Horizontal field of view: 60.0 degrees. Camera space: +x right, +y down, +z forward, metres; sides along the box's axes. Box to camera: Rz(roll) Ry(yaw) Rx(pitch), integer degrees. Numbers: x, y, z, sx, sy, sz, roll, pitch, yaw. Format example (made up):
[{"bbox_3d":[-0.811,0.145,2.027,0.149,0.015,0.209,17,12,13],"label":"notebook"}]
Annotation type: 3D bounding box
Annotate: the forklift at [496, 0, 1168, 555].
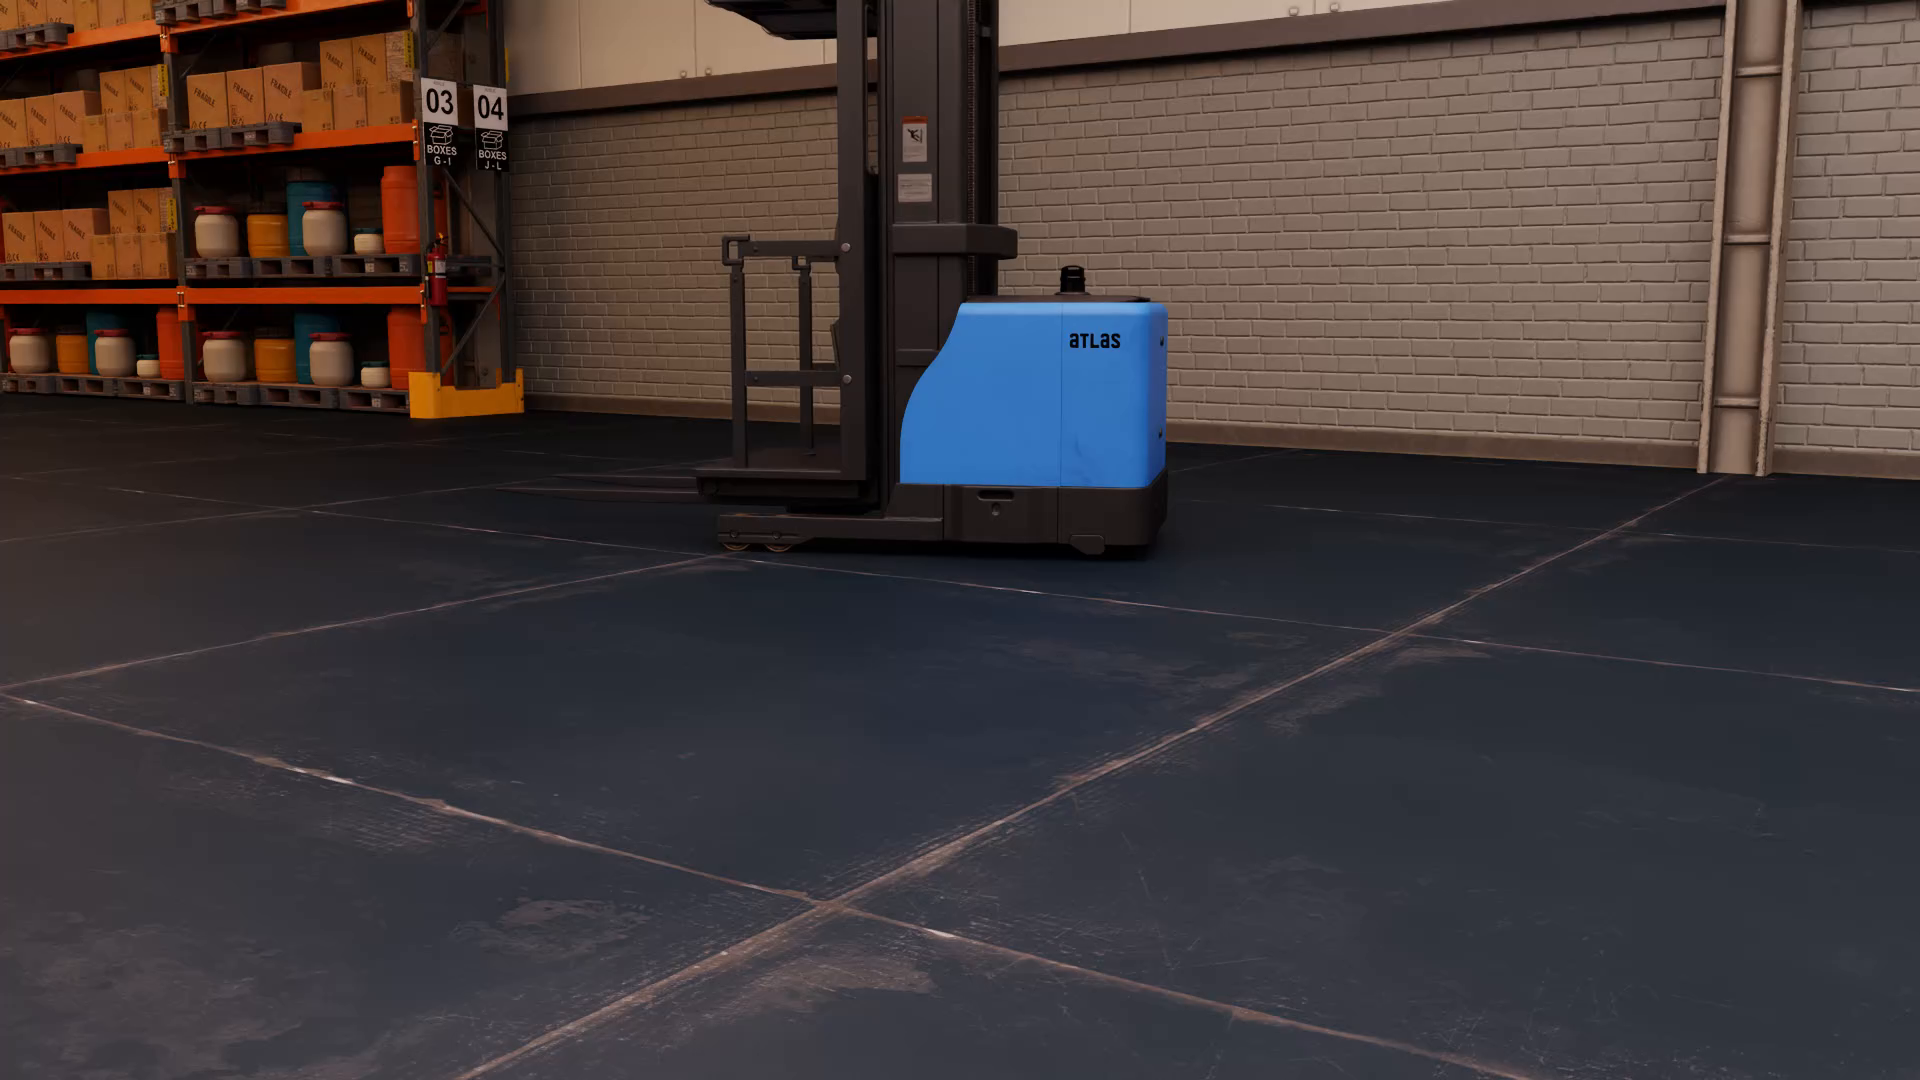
[{"bbox_3d":[-0.596,-1.469,7.520,3.031,2.935,1.130,2,8,12],"label":"forklift"}]
